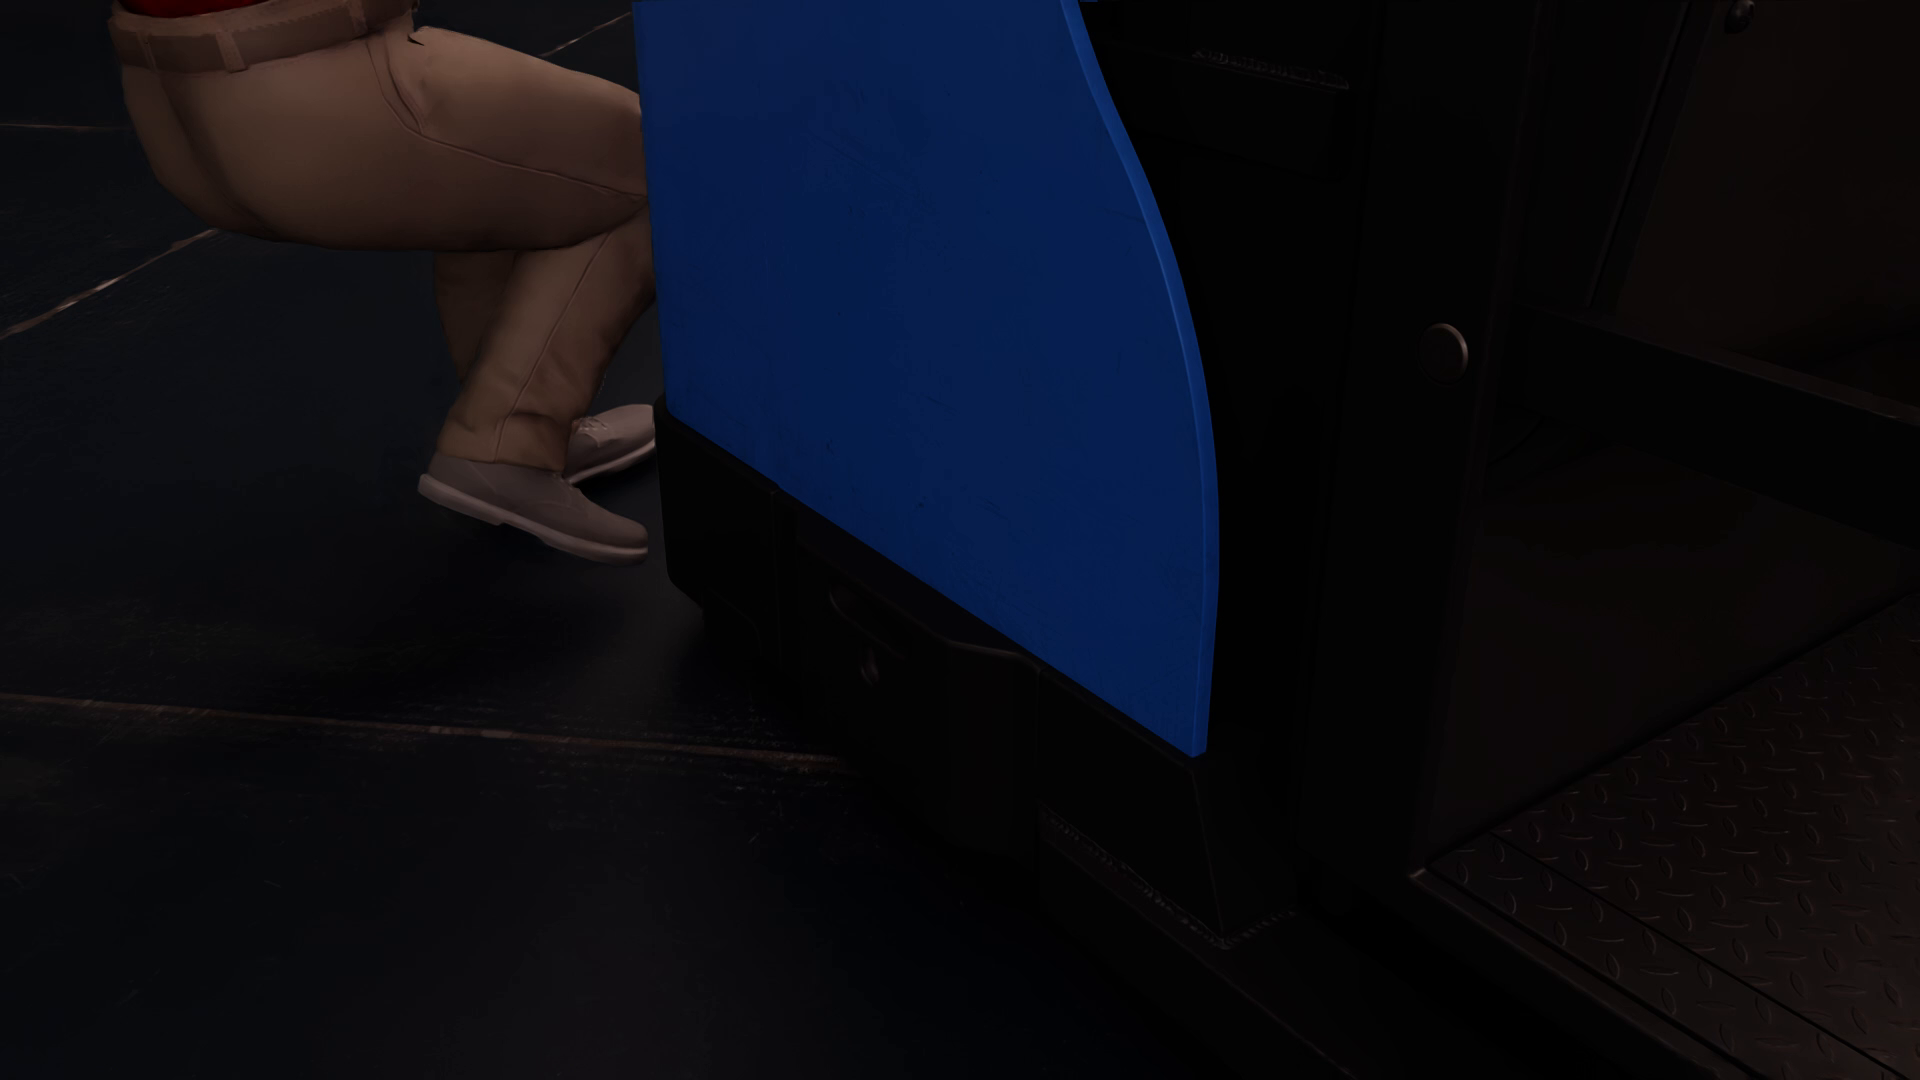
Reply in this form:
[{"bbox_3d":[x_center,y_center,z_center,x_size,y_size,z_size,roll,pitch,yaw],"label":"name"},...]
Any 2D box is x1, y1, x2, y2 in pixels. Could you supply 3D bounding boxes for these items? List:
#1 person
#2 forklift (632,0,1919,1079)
[{"bbox_3d":[-0.645,-0.659,2.098,1.122,1.529,0.812,21,33,36],"label":"person"},{"bbox_3d":[0.880,-0.817,0.854,1.130,2.935,3.031,-18,32,-32],"label":"forklift"}]
